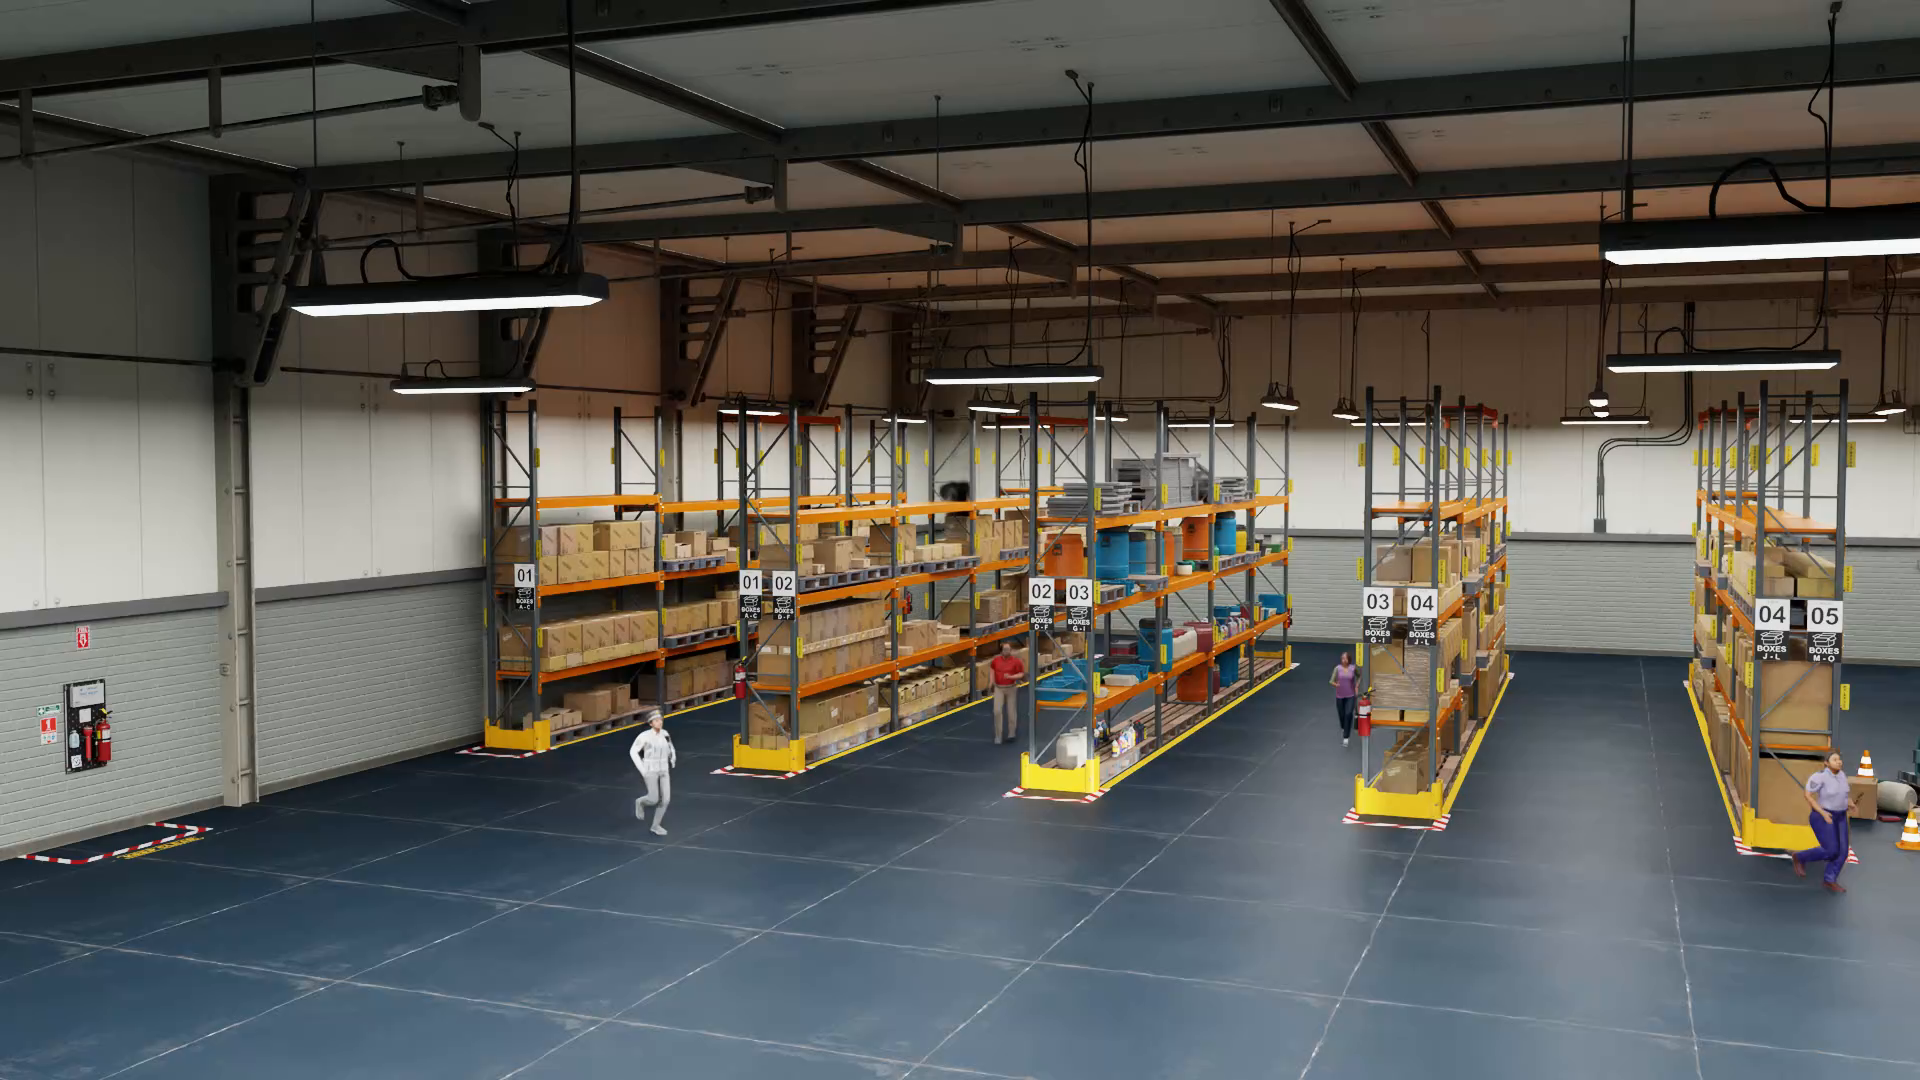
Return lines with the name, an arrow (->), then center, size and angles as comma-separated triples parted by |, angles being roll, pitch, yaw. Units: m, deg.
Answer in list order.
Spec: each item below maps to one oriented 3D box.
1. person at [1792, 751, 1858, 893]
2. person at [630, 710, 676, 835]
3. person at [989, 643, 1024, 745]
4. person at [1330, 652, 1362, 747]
person -> 10.108, 3.253, 19.384 | 0.604, 1.623, 0.606 | -1, 3, -21
person -> -4.083, 3.090, 22.228 | 0.658, 1.659, 0.550 | -2, 4, -40
person -> 0.807, 2.697, 29.261 | 0.636, 1.773, 0.758 | 0, 3, 8
person -> 6.727, 2.752, 29.030 | 0.539, 1.596, 0.878 | 1, 3, 17
